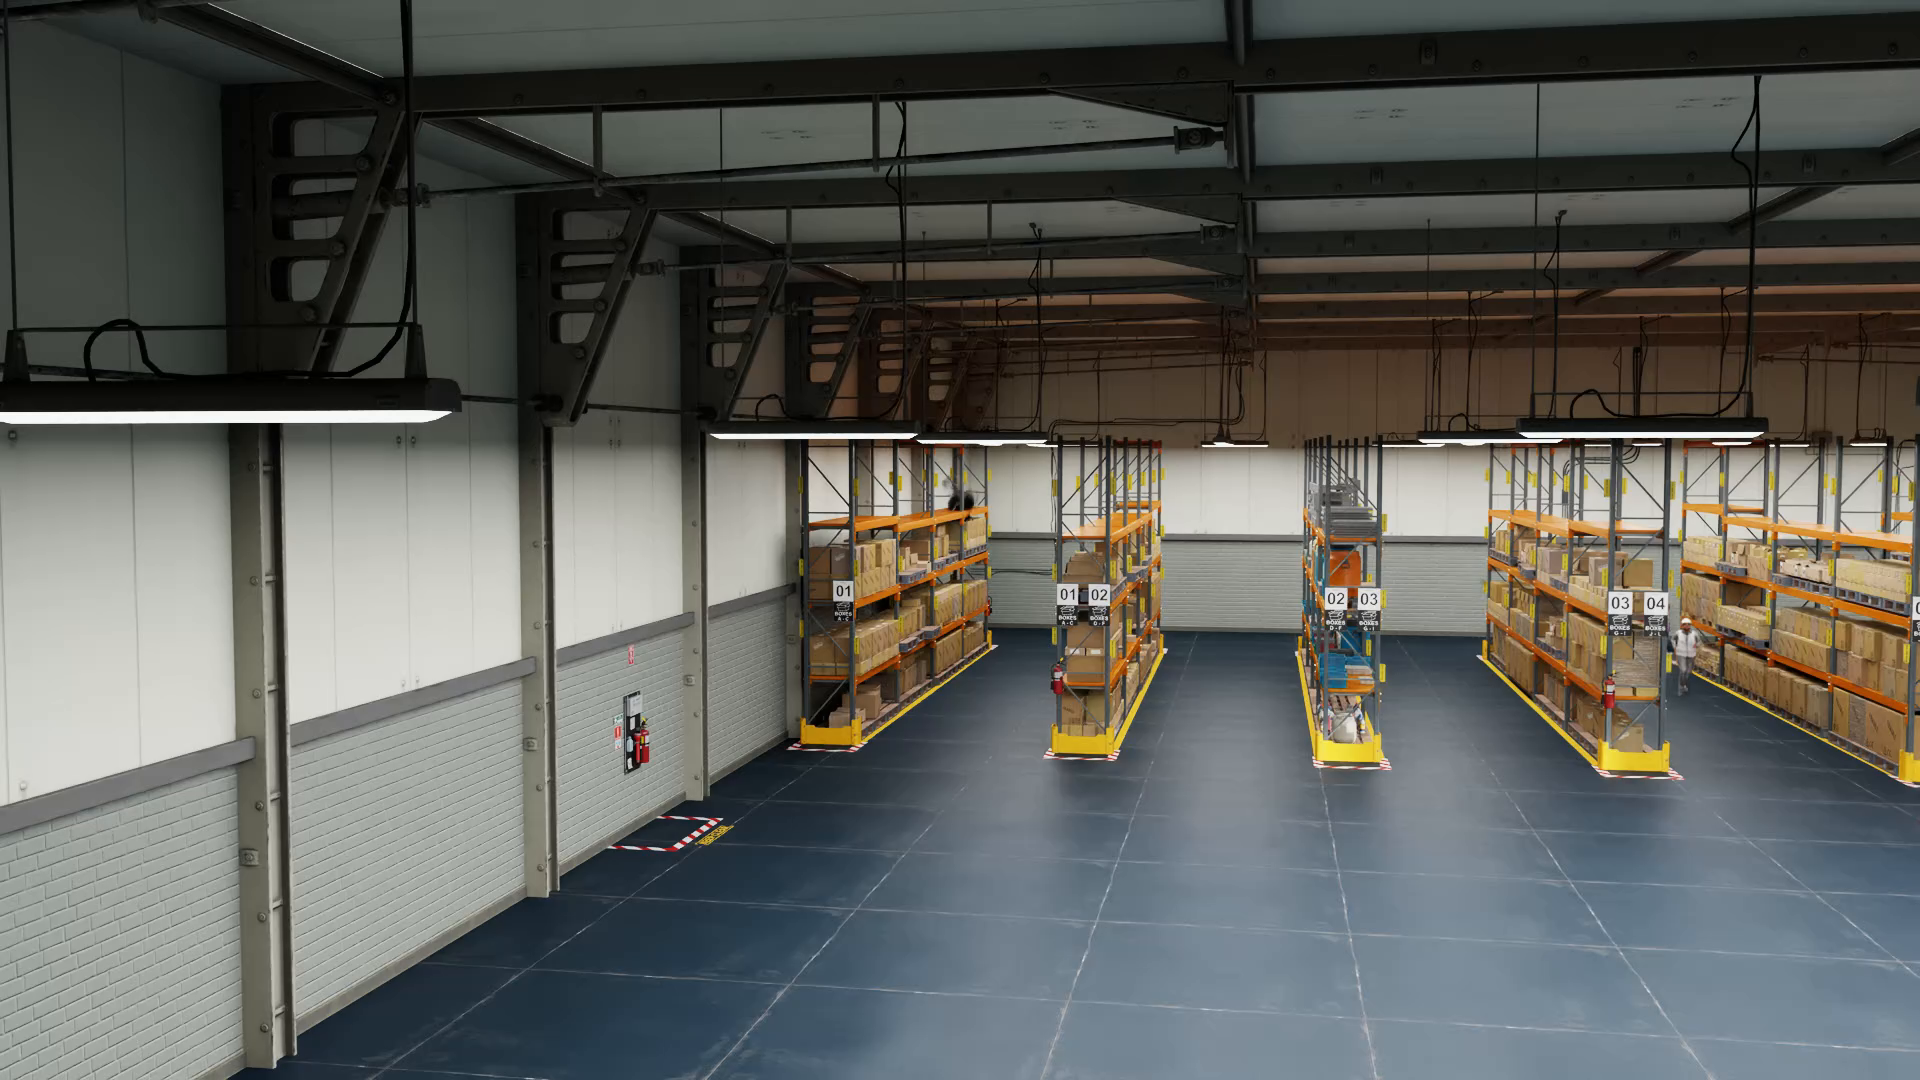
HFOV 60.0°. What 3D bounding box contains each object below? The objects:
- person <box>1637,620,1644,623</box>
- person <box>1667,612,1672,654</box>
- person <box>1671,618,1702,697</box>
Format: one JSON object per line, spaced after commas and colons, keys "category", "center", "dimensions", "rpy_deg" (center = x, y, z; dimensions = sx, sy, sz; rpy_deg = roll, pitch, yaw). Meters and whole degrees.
{"category": "person", "center": [17.891, 2.511, 44.144], "dimensions": [0.696, 1.671, 0.632], "rpy_deg": [2, 3, 28]}
{"category": "person", "center": [19.371, 2.454, 45.684], "dimensions": [0.681, 1.487, 0.674], "rpy_deg": [-1, 3, -10]}
{"category": "person", "center": [17.003, 2.734, 38.904], "dimensions": [0.651, 1.828, 0.788], "rpy_deg": [1, 3, 13]}
